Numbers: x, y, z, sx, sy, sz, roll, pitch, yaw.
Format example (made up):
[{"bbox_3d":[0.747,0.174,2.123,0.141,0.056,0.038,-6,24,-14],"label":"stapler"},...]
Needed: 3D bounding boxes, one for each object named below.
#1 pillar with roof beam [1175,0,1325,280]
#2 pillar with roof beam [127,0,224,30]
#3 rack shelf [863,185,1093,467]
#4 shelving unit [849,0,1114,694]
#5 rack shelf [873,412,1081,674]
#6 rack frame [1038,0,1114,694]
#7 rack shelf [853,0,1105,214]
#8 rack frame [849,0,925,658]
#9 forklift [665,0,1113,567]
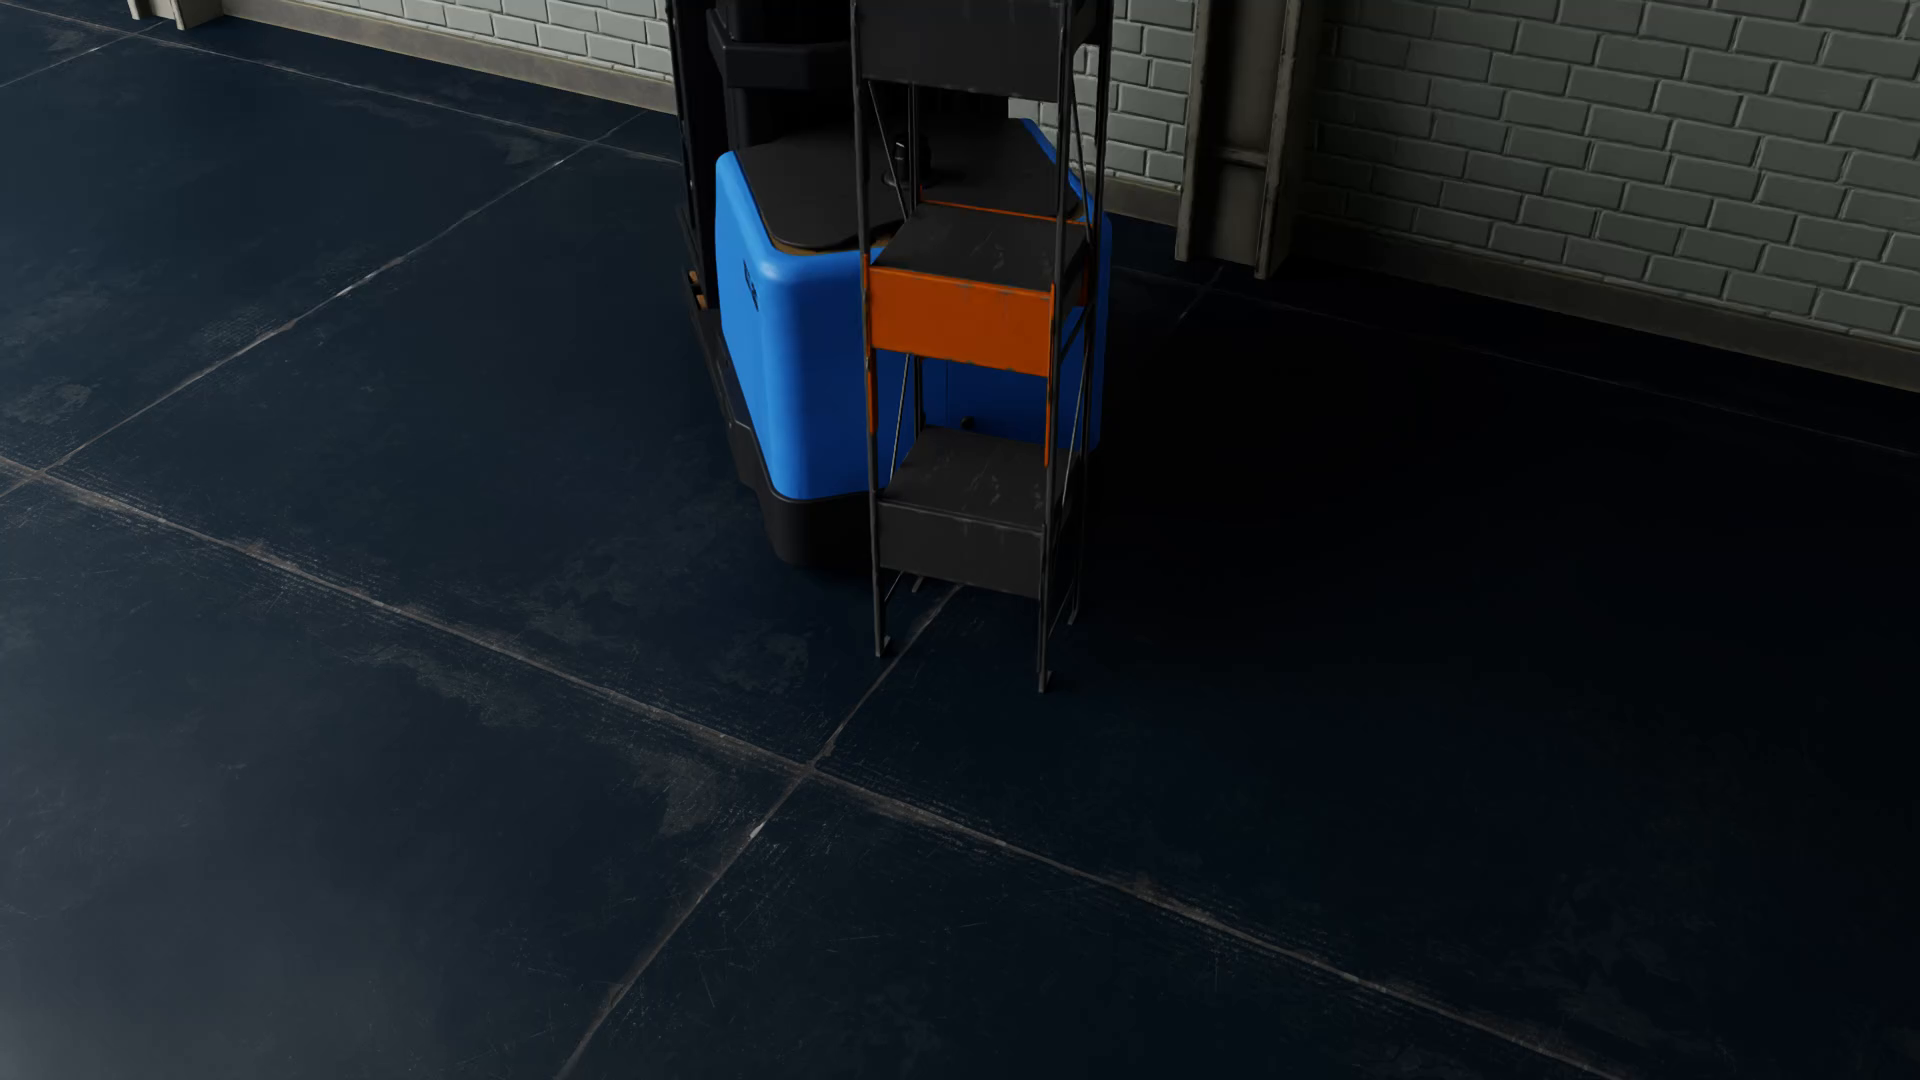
[{"bbox_3d":[-0.863,-2.442,1.024,0.400,9.000,9.100,17,41,21],"label":"pillar with roof beam"},{"bbox_3d":[-6.191,-4.110,3.222,0.400,9.000,9.100,17,41,21],"label":"pillar with roof beam"},{"bbox_3d":[0.058,-0.554,4.266,0.480,0.518,0.431,11,39,14],"label":"rack shelf"},{"bbox_3d":[0.058,-0.565,4.257,0.503,2.100,0.431,11,39,14],"label":"shelving unit"},{"bbox_3d":[0.058,0.004,4.689,0.480,0.518,0.431,11,39,14],"label":"rack shelf"},{"bbox_3d":[0.290,-0.519,4.197,0.015,2.100,0.400,11,39,14],"label":"rack frame"},{"bbox_3d":[0.058,-1.112,3.842,0.480,0.518,0.431,11,39,14],"label":"rack shelf"},{"bbox_3d":[-0.174,-0.611,4.318,0.015,2.100,0.400,11,39,14],"label":"rack frame"},{"bbox_3d":[-0.440,-1.980,5.435,1.130,2.935,3.031,-10,38,-12],"label":"forklift"}]
